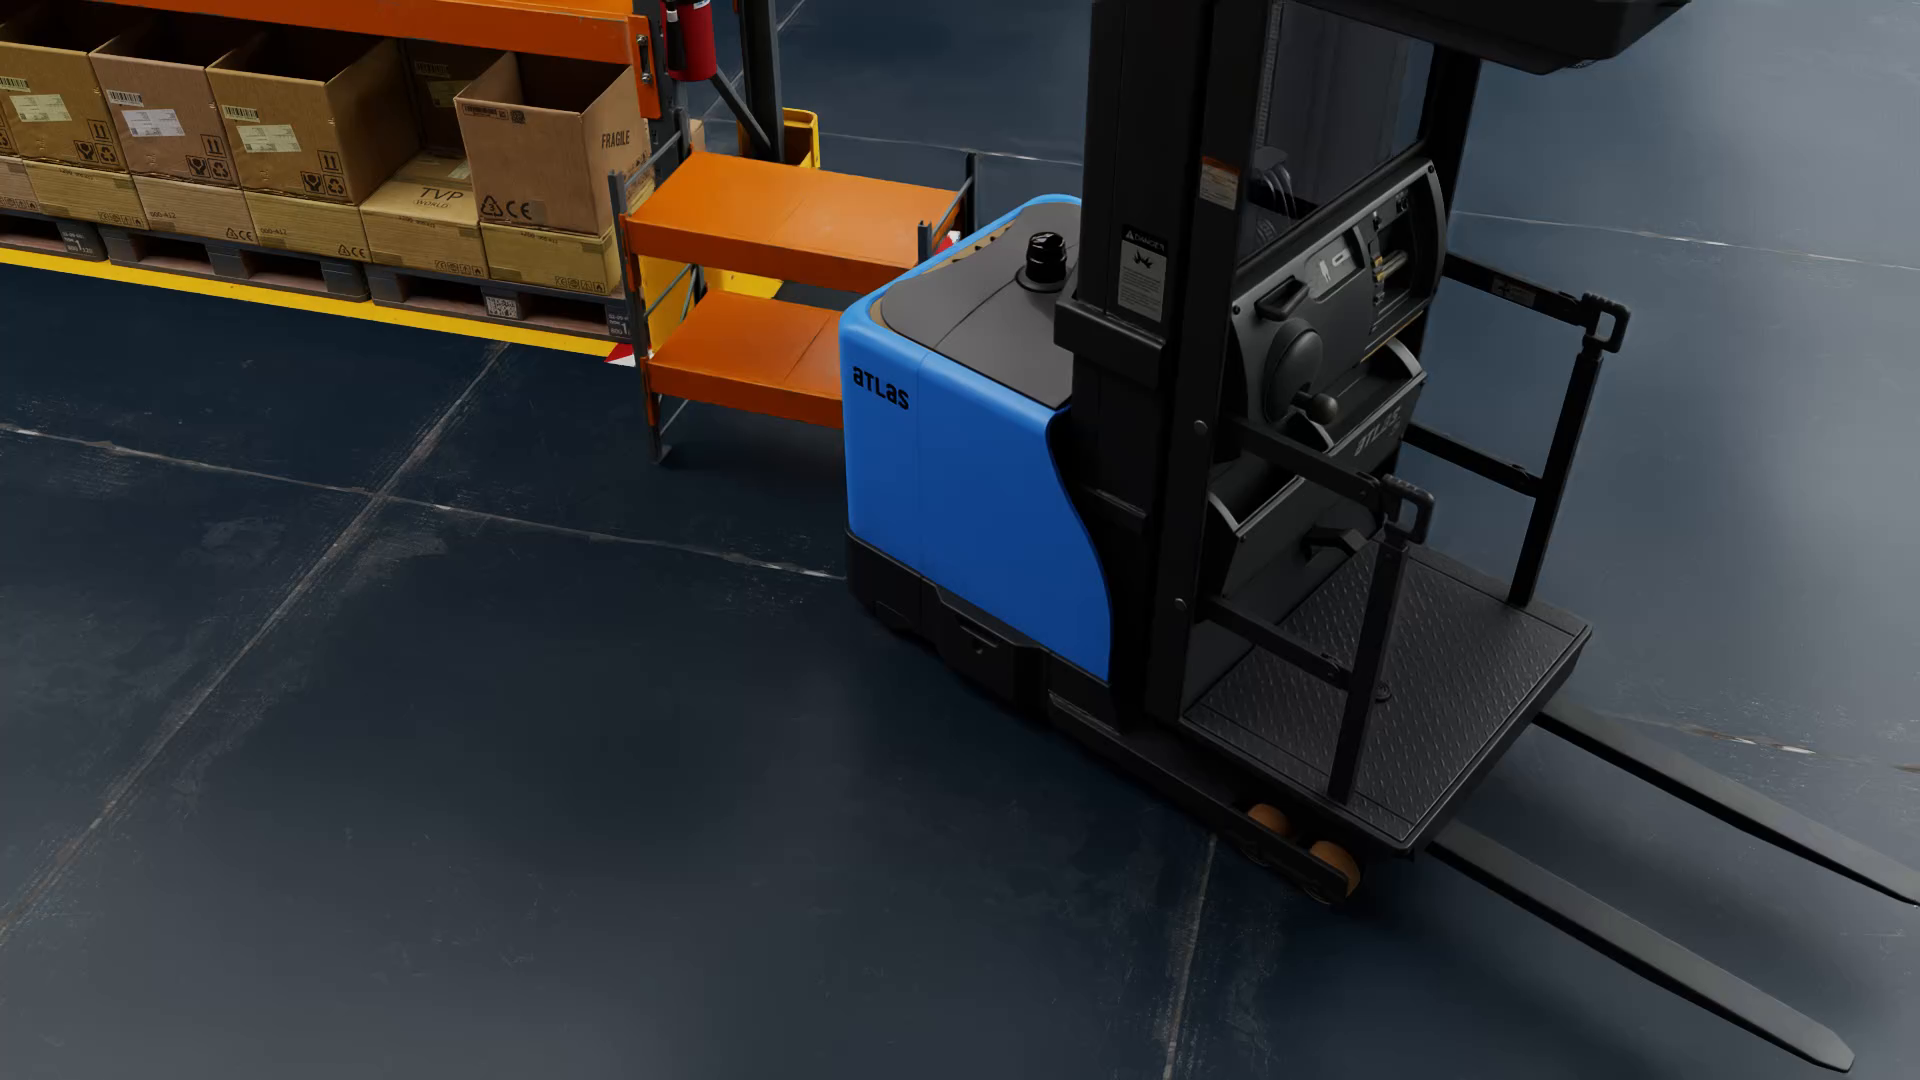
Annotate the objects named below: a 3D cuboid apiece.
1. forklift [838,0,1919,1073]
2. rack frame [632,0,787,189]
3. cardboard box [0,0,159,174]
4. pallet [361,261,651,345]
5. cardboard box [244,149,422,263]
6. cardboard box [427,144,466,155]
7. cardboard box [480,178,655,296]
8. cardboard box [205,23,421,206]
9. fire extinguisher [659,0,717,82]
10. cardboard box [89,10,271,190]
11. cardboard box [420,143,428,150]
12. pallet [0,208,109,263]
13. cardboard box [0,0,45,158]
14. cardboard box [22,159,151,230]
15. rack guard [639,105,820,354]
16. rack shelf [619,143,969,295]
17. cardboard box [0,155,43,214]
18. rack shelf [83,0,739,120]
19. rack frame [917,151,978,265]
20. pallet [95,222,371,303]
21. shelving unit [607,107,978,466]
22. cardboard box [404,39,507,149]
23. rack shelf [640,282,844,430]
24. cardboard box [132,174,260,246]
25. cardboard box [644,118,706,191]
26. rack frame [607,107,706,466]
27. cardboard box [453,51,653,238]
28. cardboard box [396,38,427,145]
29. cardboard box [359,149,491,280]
[{"bbox_3d":[1.084,-0.547,3.916,3.031,2.935,1.130,29,48,30],"label":"forklift"},{"bbox_3d":[-0.911,-2.201,5.832,0.127,3.000,1.000,10,41,11],"label":"rack frame"},{"bbox_3d":[-3.442,-1.823,6.611,0.500,0.500,0.500,10,41,11],"label":"cardboard box"},{"bbox_3d":[-1.661,-1.234,6.849,1.213,0.211,1.003,10,41,11],"label":"pallet"},{"bbox_3d":[-2.475,-1.372,6.657,0.500,0.250,0.500,10,41,11],"label":"cardboard box"},{"bbox_3d":[-1.856,-1.617,6.948,0.500,0.250,0.500,10,41,11],"label":"cardboard box"},{"bbox_3d":[-1.506,-1.214,6.469,0.500,0.250,0.500,10,41,11],"label":"cardboard box"},{"bbox_3d":[-2.476,-1.657,6.413,0.500,0.500,0.500,10,41,11],"label":"cardboard box"},{"bbox_3d":[-0.917,-1.863,5.490,0.183,0.674,0.296,10,41,11],"label":"fire extinguisher"},{"bbox_3d":[-2.959,-1.741,6.513,0.500,0.500,0.500,10,41,11],"label":"cardboard box"},{"bbox_3d":[-2.339,-1.700,7.048,0.500,0.250,0.500,10,41,11],"label":"cardboard box"},{"bbox_3d":[-4.018,-1.640,7.332,1.213,0.211,1.003,10,41,11],"label":"pallet"},{"bbox_3d":[-3.923,-1.911,6.715,0.500,0.500,0.500,10,41,11],"label":"cardboard box"},{"bbox_3d":[-3.443,-1.536,6.851,0.500,0.250,0.500,10,41,11],"label":"cardboard box"},{"bbox_3d":[-0.888,-1.240,6.631,0.348,0.500,1.175,10,41,11],"label":"rack guard"},{"bbox_3d":[-0.517,-0.970,5.369,1.000,0.278,0.538,12,41,14],"label":"rack shelf"},{"bbox_3d":[-3.924,-1.622,6.954,0.500,0.250,0.500,10,41,11],"label":"cardboard box"},{"bbox_3d":[-2.844,-2.258,6.459,4.000,0.370,1.077,10,41,11],"label":"rack shelf"},{"bbox_3d":[-0.034,-0.644,5.436,0.032,1.125,0.500,12,41,14],"label":"rack frame"},{"bbox_3d":[-2.836,-1.438,7.092,1.213,0.211,1.003,10,41,11],"label":"pallet"},{"bbox_3d":[-0.517,-0.746,5.557,1.048,1.125,0.538,12,41,14],"label":"shelving unit"},{"bbox_3d":[-1.856,-1.905,6.708,0.500,0.500,0.500,10,41,11],"label":"cardboard box"},{"bbox_3d":[-0.517,-0.559,5.715,1.000,0.278,0.538,12,41,14],"label":"rack shelf"},{"bbox_3d":[-2.958,-1.456,6.757,0.500,0.250,0.500,10,41,11],"label":"cardboard box"},{"bbox_3d":[-1.372,-1.536,6.852,0.500,0.250,0.500,10,41,11],"label":"cardboard box"},{"bbox_3d":[-0.999,-0.848,5.679,0.032,1.125,0.500,12,41,14],"label":"rack frame"},{"bbox_3d":[-1.506,-1.500,6.226,0.500,0.500,0.500,10,41,11],"label":"cardboard box"},{"bbox_3d":[-2.342,-1.980,6.798,0.500,0.500,0.500,10,41,11],"label":"cardboard box"},{"bbox_3d":[-1.992,-1.290,6.559,0.500,0.250,0.500,10,41,11],"label":"cardboard box"}]
